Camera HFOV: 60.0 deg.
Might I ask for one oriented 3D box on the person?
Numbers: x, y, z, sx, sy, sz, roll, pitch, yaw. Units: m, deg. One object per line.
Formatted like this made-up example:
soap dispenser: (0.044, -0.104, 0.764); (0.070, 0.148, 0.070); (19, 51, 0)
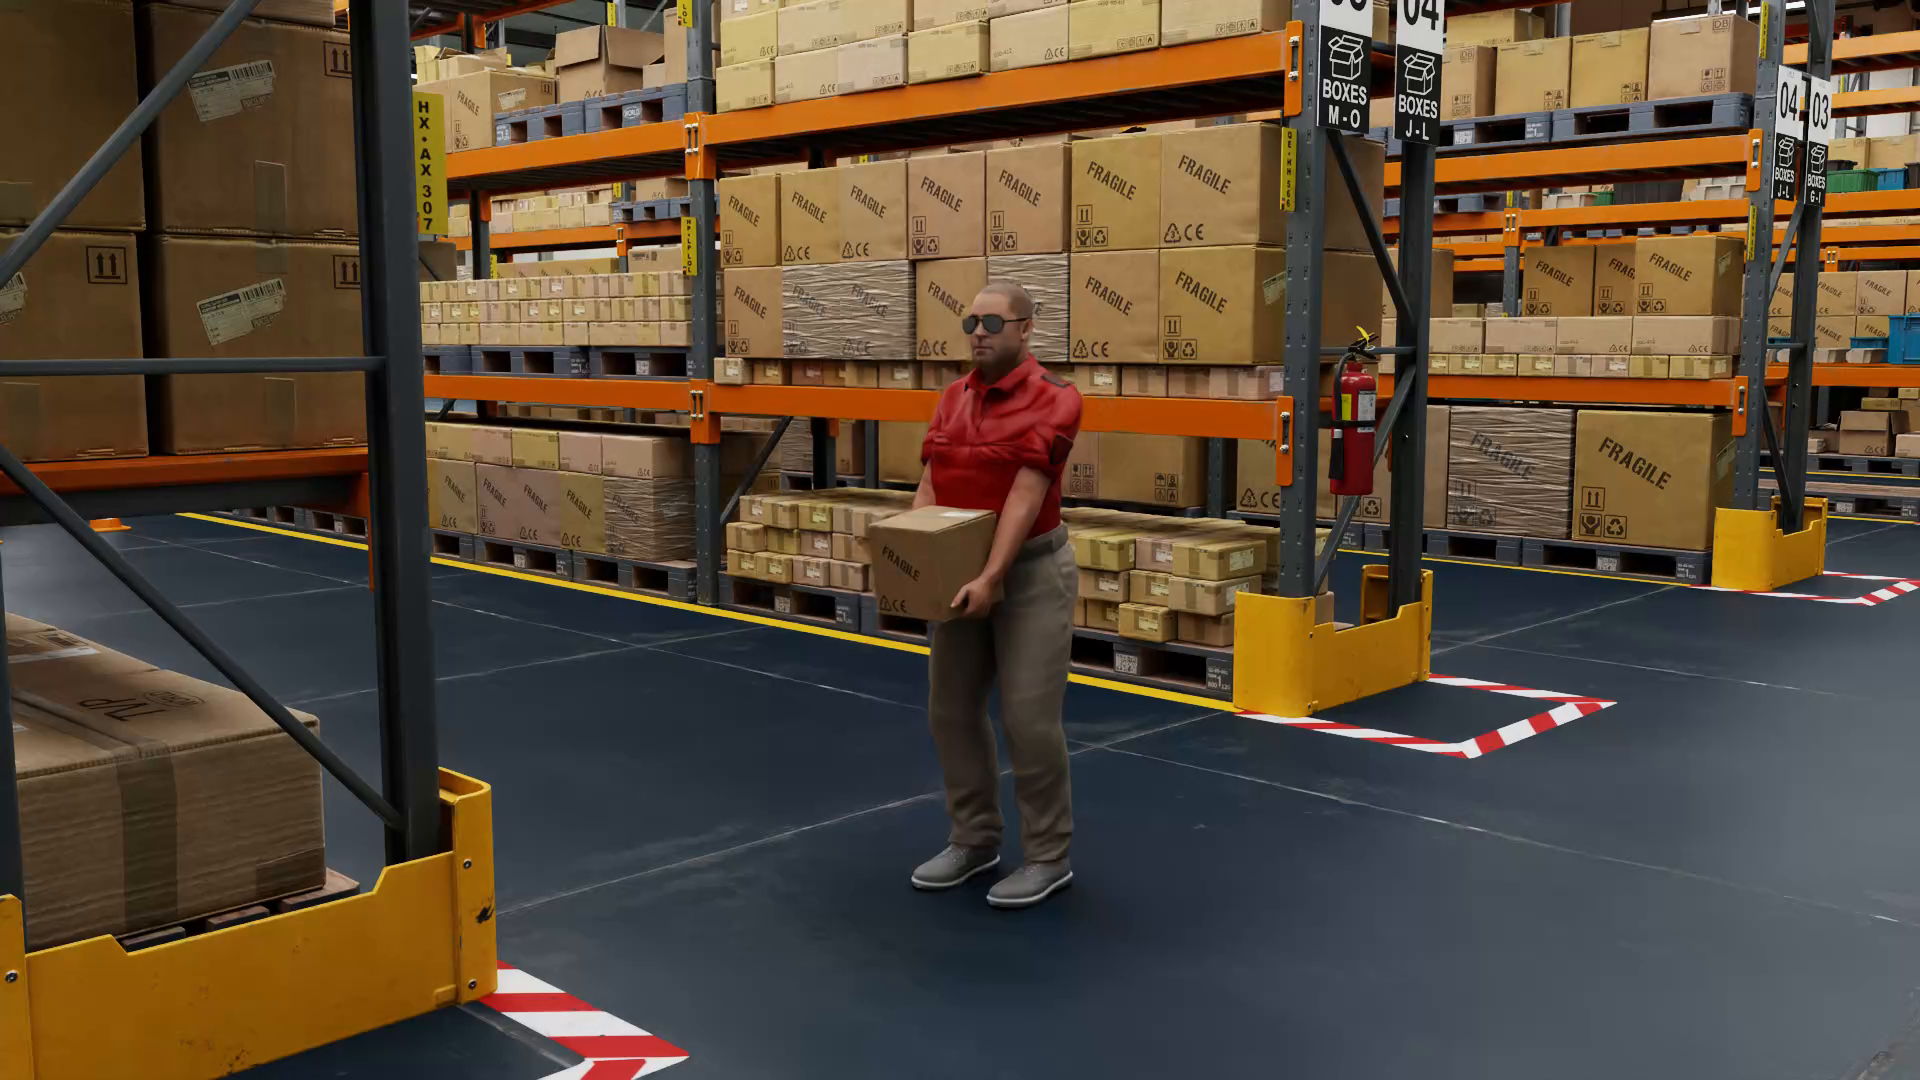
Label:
person: (0.078, 0.149, 4.657); (0.490, 1.725, 0.550); (6, 9, 42)
